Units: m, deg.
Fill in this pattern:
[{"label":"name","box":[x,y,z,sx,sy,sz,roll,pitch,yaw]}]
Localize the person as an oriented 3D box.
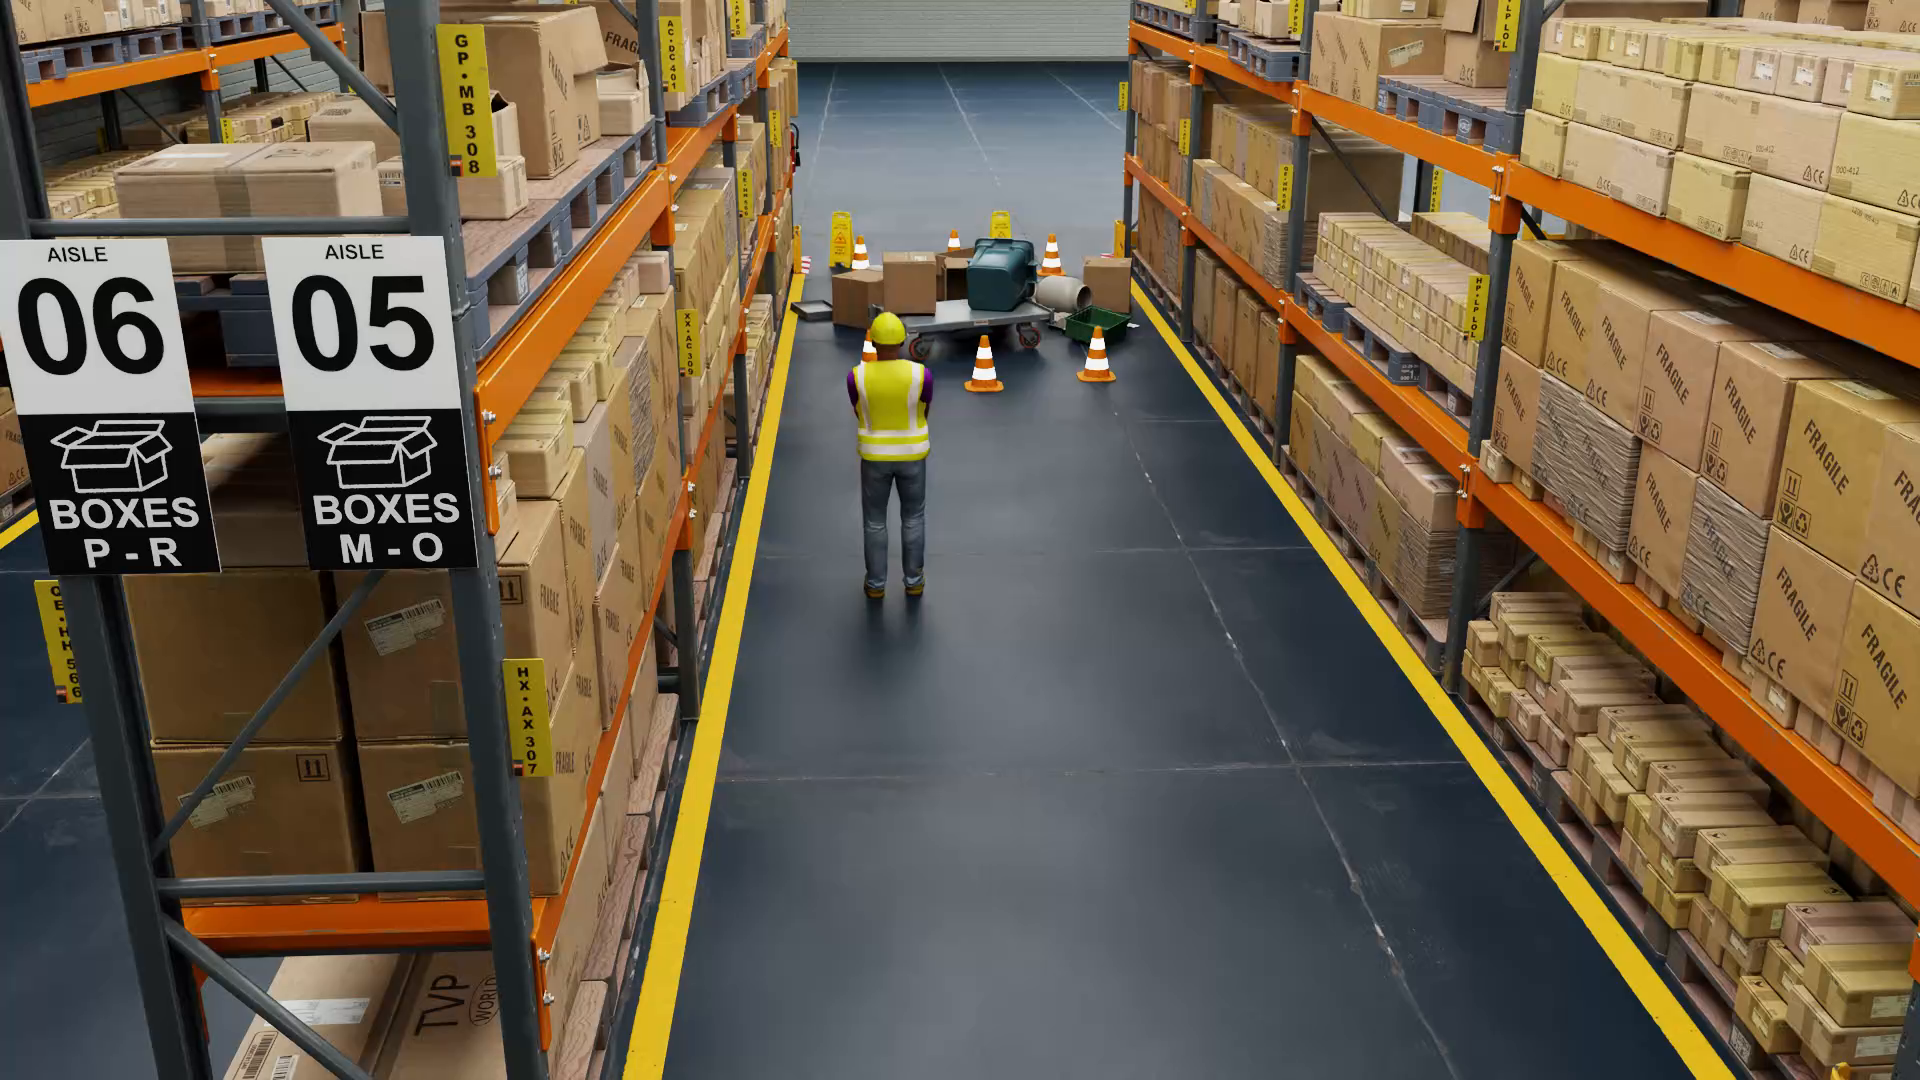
[{"label":"person","box":[-0.414,-0.531,9.989,0.503,1.760,0.577,-1,20,-2]}]
